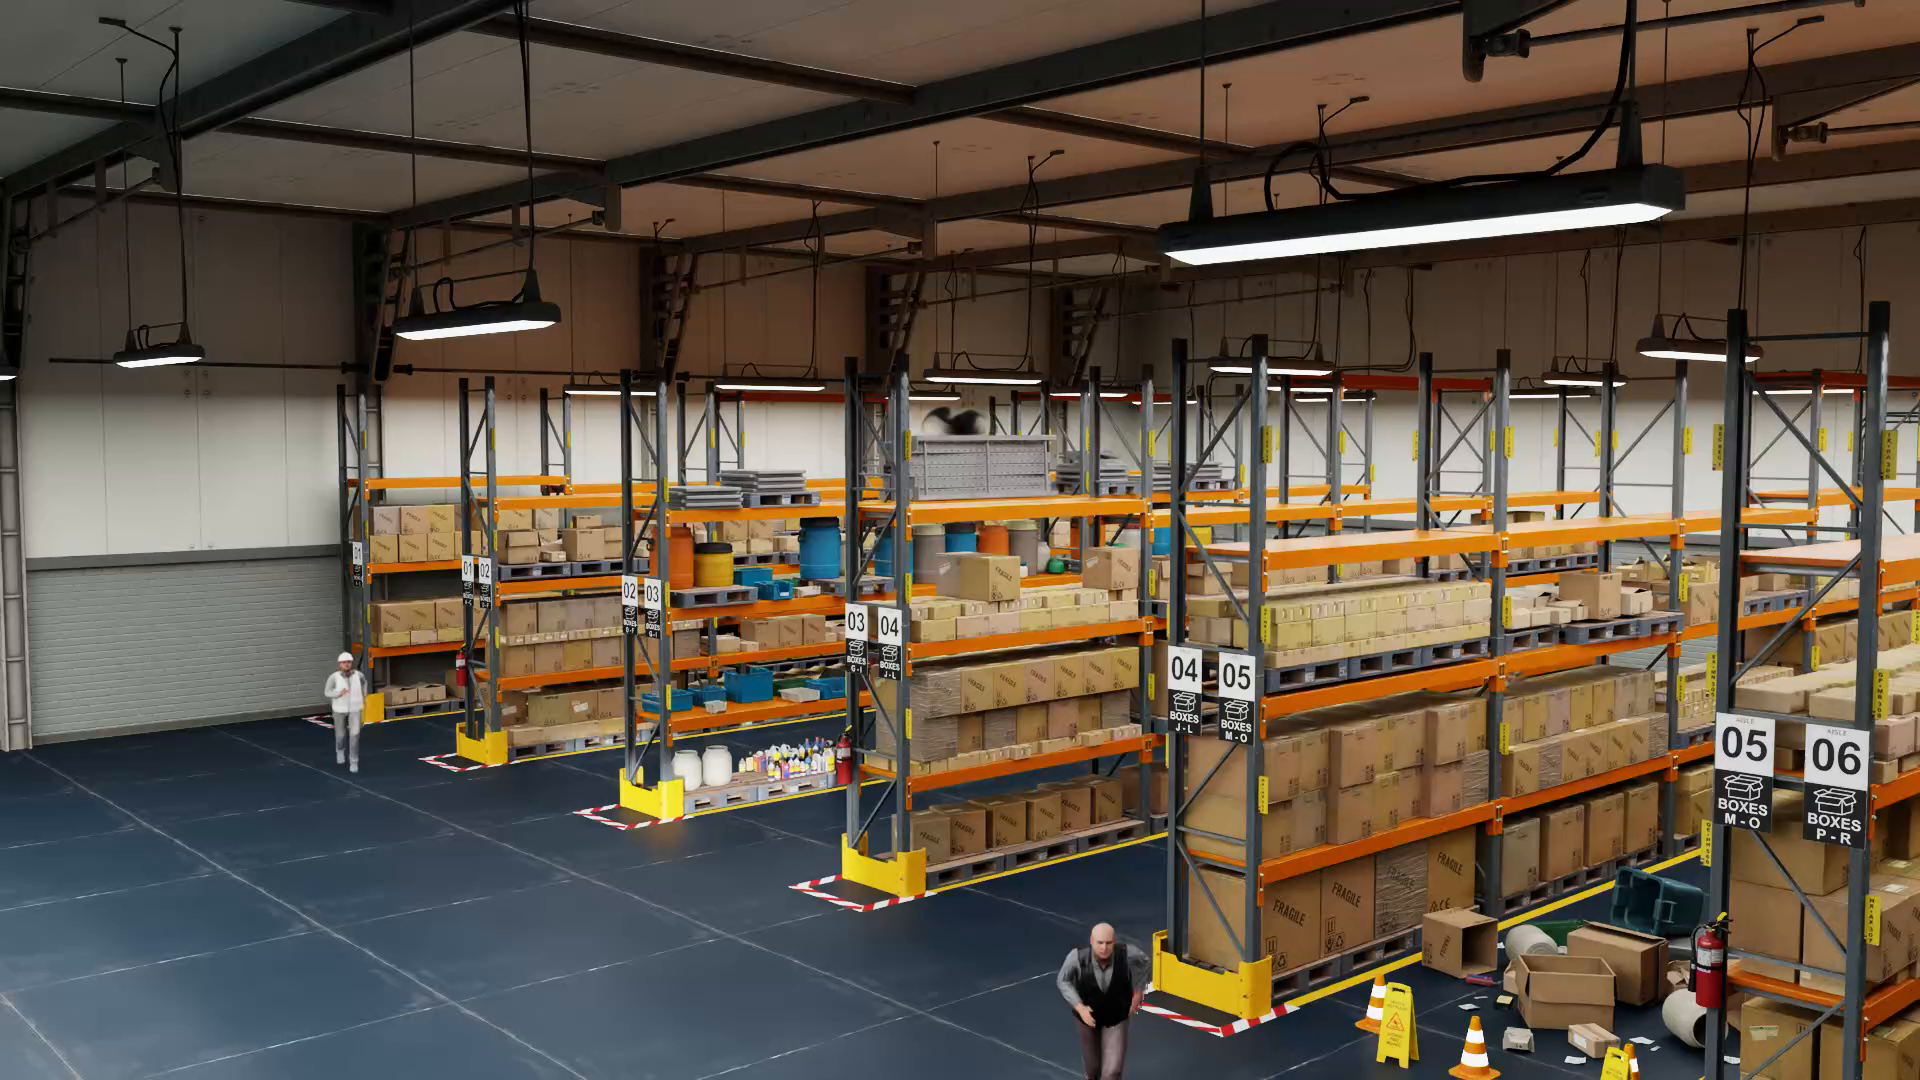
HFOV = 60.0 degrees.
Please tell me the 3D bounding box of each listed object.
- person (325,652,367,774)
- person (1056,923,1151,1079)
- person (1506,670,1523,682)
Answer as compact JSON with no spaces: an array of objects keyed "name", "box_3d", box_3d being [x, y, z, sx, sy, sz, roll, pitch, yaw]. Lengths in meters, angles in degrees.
[{"name":"person","box_3d":[-9.329,2.590,25.291,0.644,1.783,0.948,-2,4,-27]},{"name":"person","box_3d":[1.046,3.554,12.297,0.697,1.681,1.007,0,4,-2]},{"name":"person","box_3d":[8.329,2.698,24.918,0.606,1.672,0.841,3,5,43]}]
